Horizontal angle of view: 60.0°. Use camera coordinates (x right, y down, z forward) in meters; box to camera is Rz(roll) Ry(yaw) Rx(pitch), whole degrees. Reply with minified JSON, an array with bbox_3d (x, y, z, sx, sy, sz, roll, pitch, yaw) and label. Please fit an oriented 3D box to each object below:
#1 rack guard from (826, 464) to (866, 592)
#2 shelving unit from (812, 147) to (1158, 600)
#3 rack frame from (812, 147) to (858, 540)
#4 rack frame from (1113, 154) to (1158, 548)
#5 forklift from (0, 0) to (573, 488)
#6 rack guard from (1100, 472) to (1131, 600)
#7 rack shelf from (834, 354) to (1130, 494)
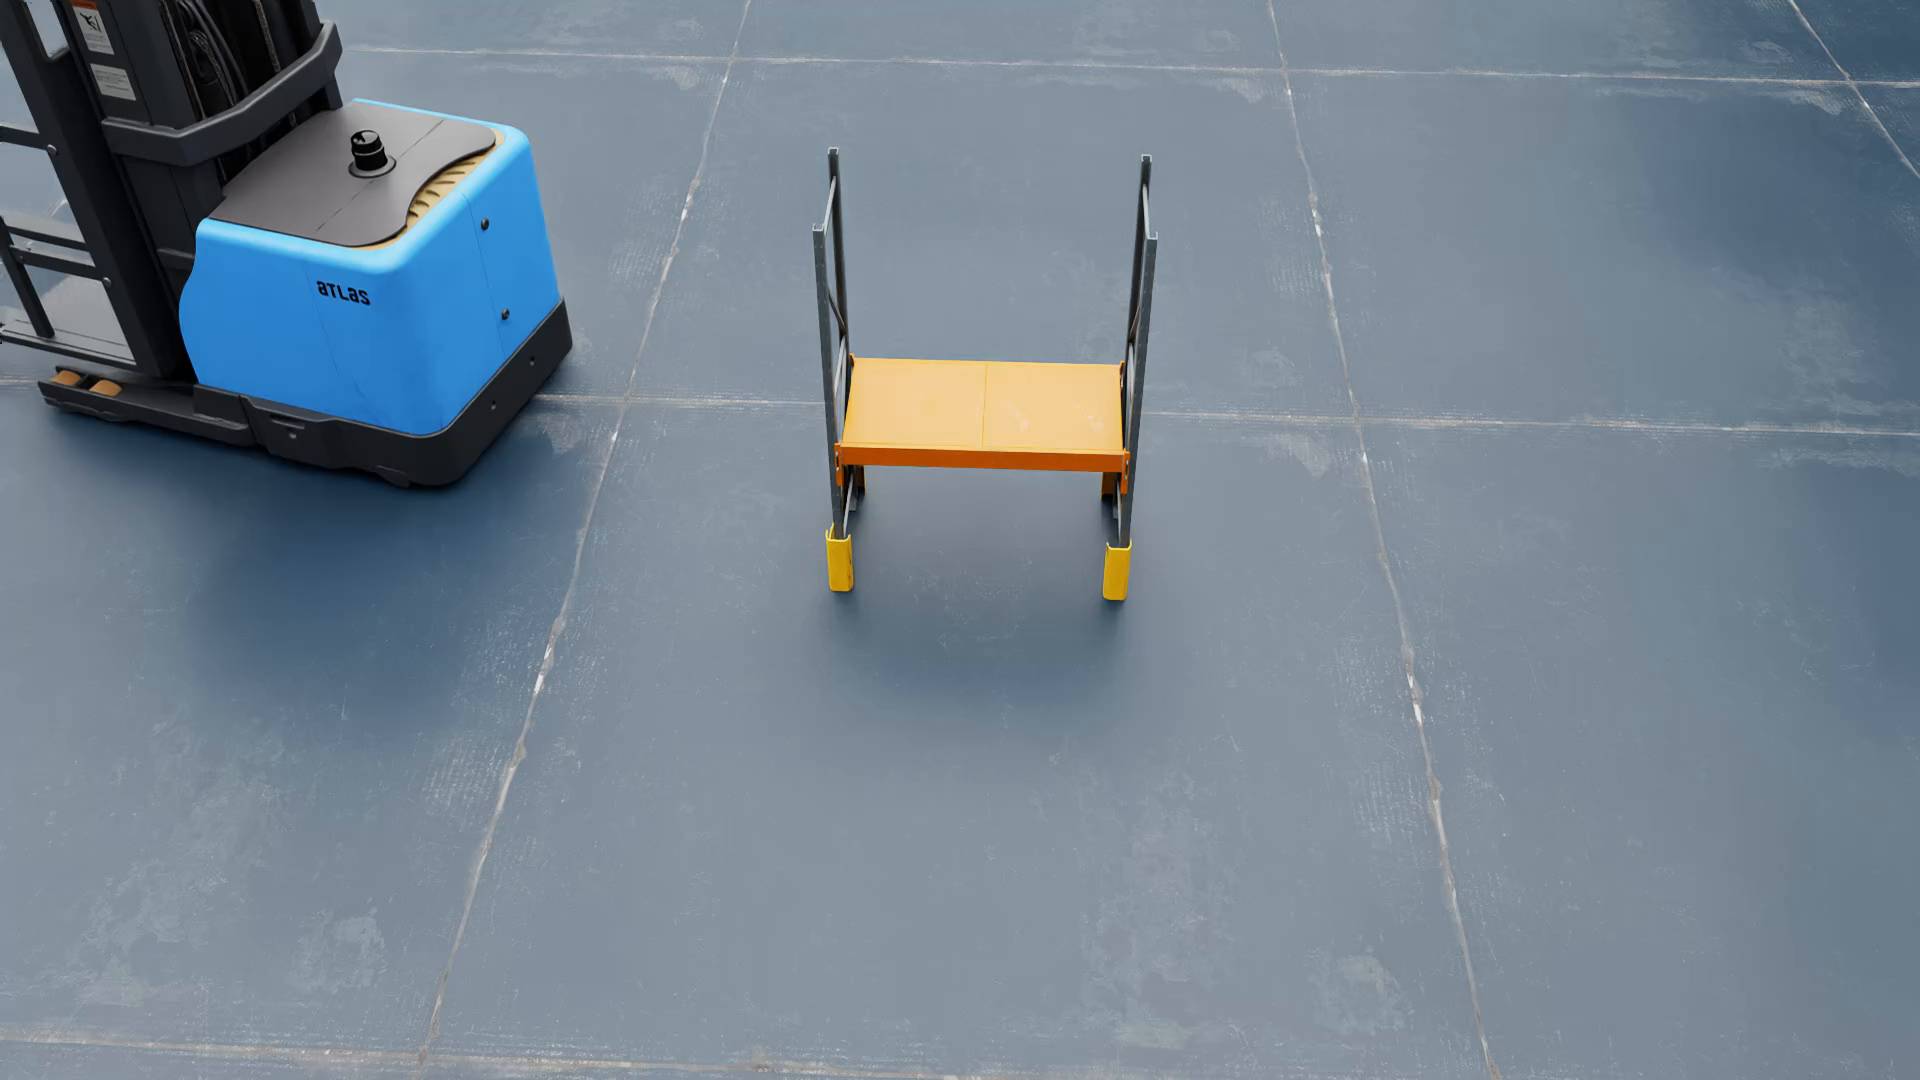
[{"bbox_3d":[-0.421,-0.104,6.179,0.087,0.250,0.587,2,43,2],"label":"rack guard"},{"bbox_3d":[0.076,-0.546,5.736,1.083,1.500,0.587,2,43,2],"label":"shelving unit"},{"bbox_3d":[-0.423,-0.562,5.753,0.032,1.500,0.500,2,43,2],"label":"rack frame"},{"bbox_3d":[0.593,-0.531,5.719,0.032,1.500,0.500,2,43,2],"label":"rack frame"},{"bbox_3d":[-3.210,-1.880,6.118,3.031,2.935,1.130,13,45,14],"label":"forklift"},{"bbox_3d":[0.574,-0.074,6.146,0.087,0.250,0.587,2,43,2],"label":"rack guard"},{"bbox_3d":[0.085,-0.415,5.859,1.000,0.185,0.538,2,43,2],"label":"rack shelf"}]
